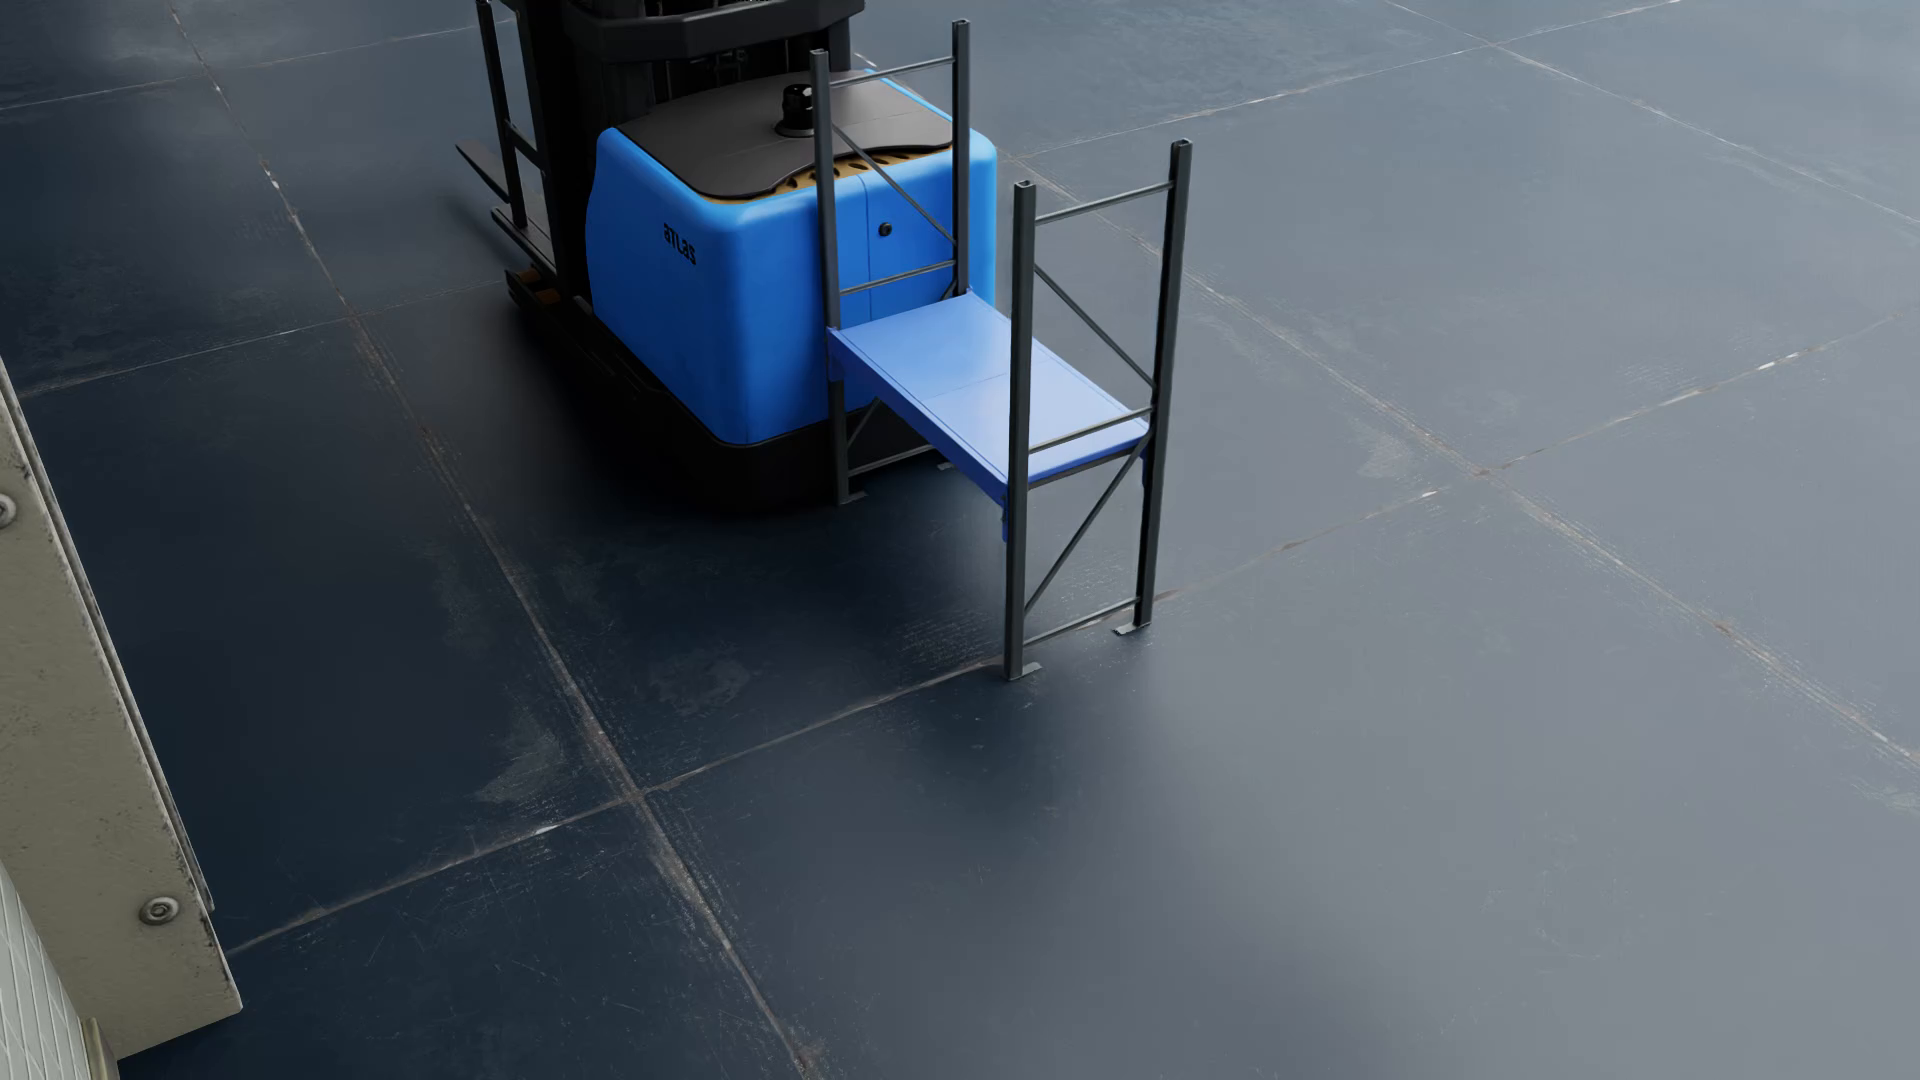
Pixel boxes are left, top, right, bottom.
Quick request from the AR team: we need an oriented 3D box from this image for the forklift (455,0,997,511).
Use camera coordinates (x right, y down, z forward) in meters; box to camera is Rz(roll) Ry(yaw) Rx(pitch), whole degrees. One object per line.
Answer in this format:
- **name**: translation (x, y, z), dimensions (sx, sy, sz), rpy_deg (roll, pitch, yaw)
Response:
- **forklift**: translation (-1.096, -2.109, 5.653), dimensions (1.130, 2.935, 3.031), rpy_deg (-21, 41, -26)

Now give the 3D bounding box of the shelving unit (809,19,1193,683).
- **shelving unit**: translation (0.077, -0.542, 4.721), dimensions (0.538, 1.500, 1.048), rpy_deg (-20, 41, -25)

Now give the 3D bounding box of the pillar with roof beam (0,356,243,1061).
- **pillar with roof beam**: translation (1.858, -3.895, 2.953), dimensions (9.100, 9.000, 0.400), rpy_deg (-19, 40, -24)

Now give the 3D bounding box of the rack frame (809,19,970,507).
- **rack frame**: translation (-0.191, -0.797, 5.069), dimensions (0.500, 1.500, 0.032), rpy_deg (-20, 41, -25)

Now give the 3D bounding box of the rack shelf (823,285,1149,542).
- **rack shelf**: translation (0.077, -0.397, 4.827), dimensions (0.538, 0.185, 1.000), rpy_deg (-20, 41, -25)

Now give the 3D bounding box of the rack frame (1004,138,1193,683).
- **rack frame**: translation (0.345, -0.287, 4.372), dimensions (0.500, 1.500, 0.032), rpy_deg (-20, 41, -25)
